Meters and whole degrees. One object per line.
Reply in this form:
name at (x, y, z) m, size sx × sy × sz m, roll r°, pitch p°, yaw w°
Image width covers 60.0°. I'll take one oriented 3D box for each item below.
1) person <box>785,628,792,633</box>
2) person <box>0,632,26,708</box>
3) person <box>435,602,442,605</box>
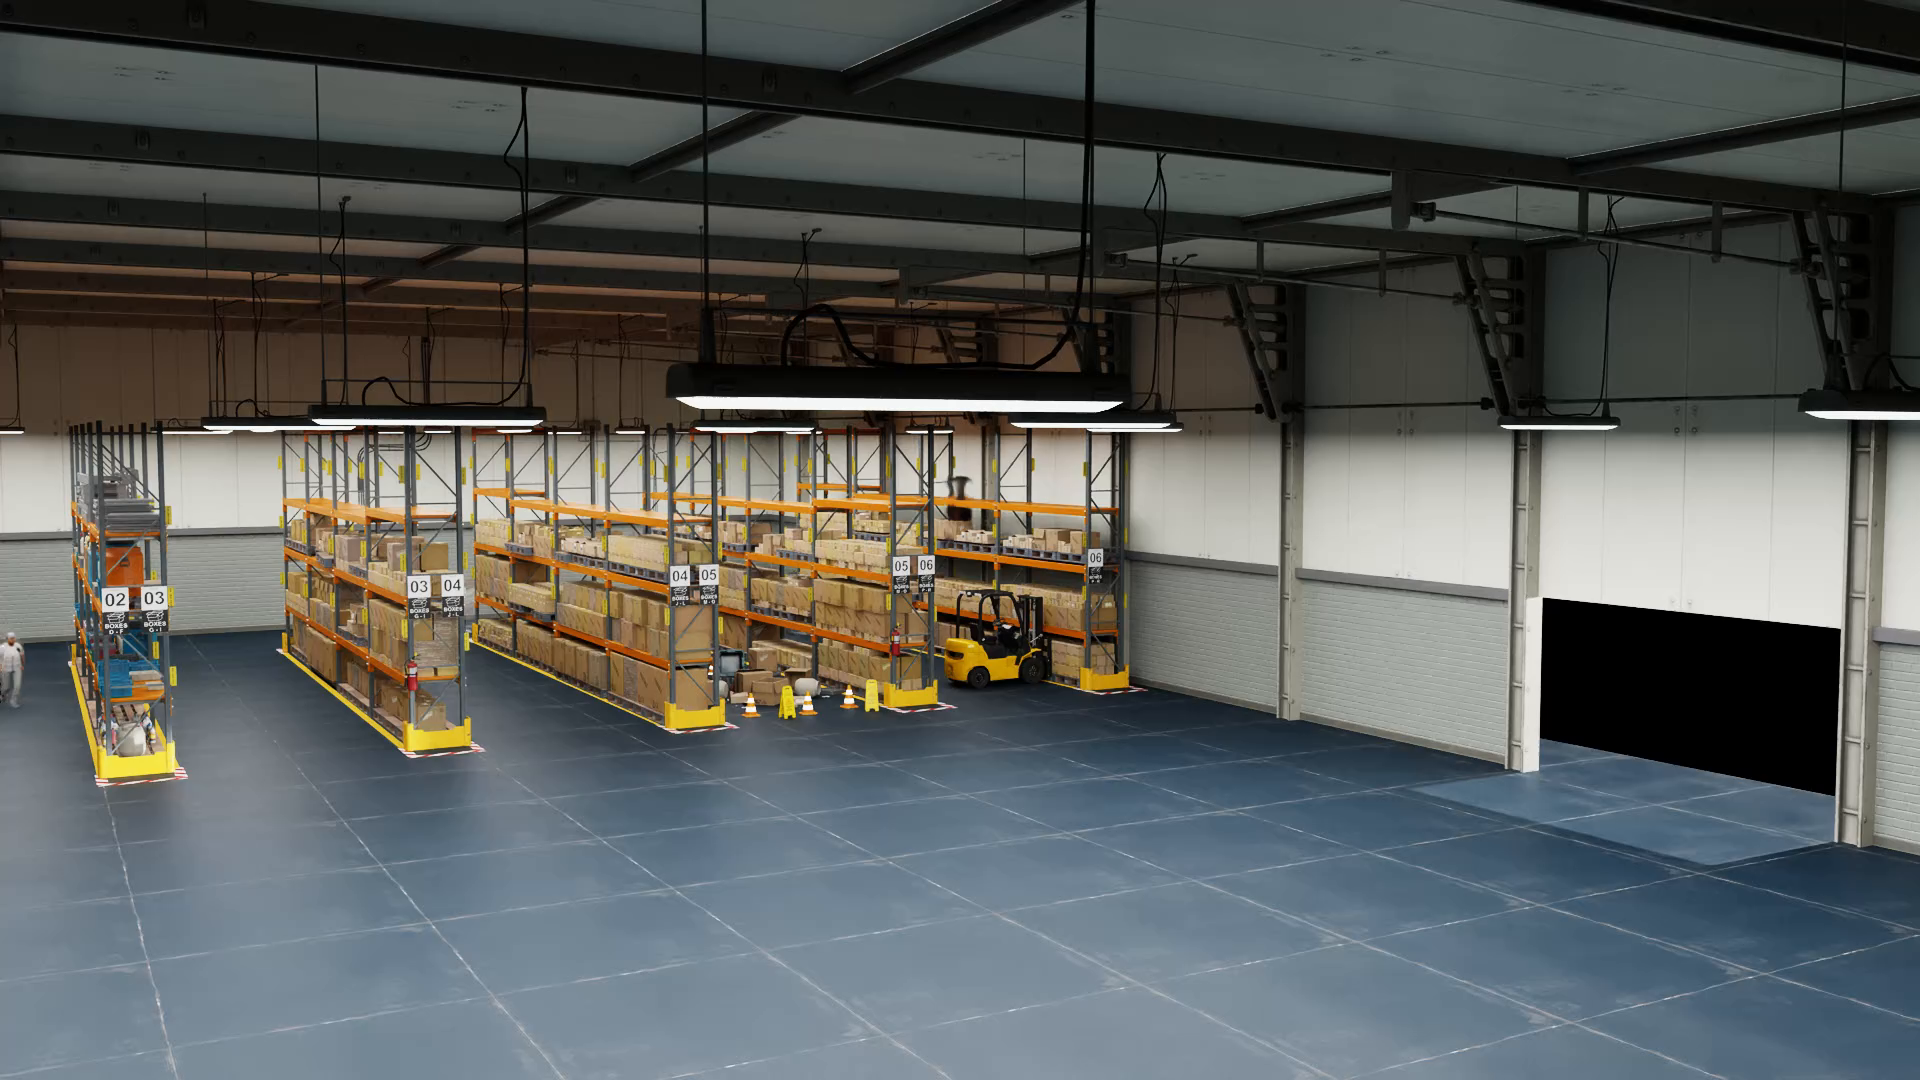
person at (-5.344, 1.883, 48.502) m, size 0.932 × 1.662 × 0.721 m, roll 2°, pitch 4°, yaw 25°
person at (-20.136, 2.747, 35.257) m, size 0.593 × 1.610 × 0.590 m, roll -3°, pitch 5°, yaw -41°
person at (-14.450, 2.124, 46.460) m, size 0.533 × 1.540 × 0.663 m, roll -1°, pitch 4°, yaw -12°
